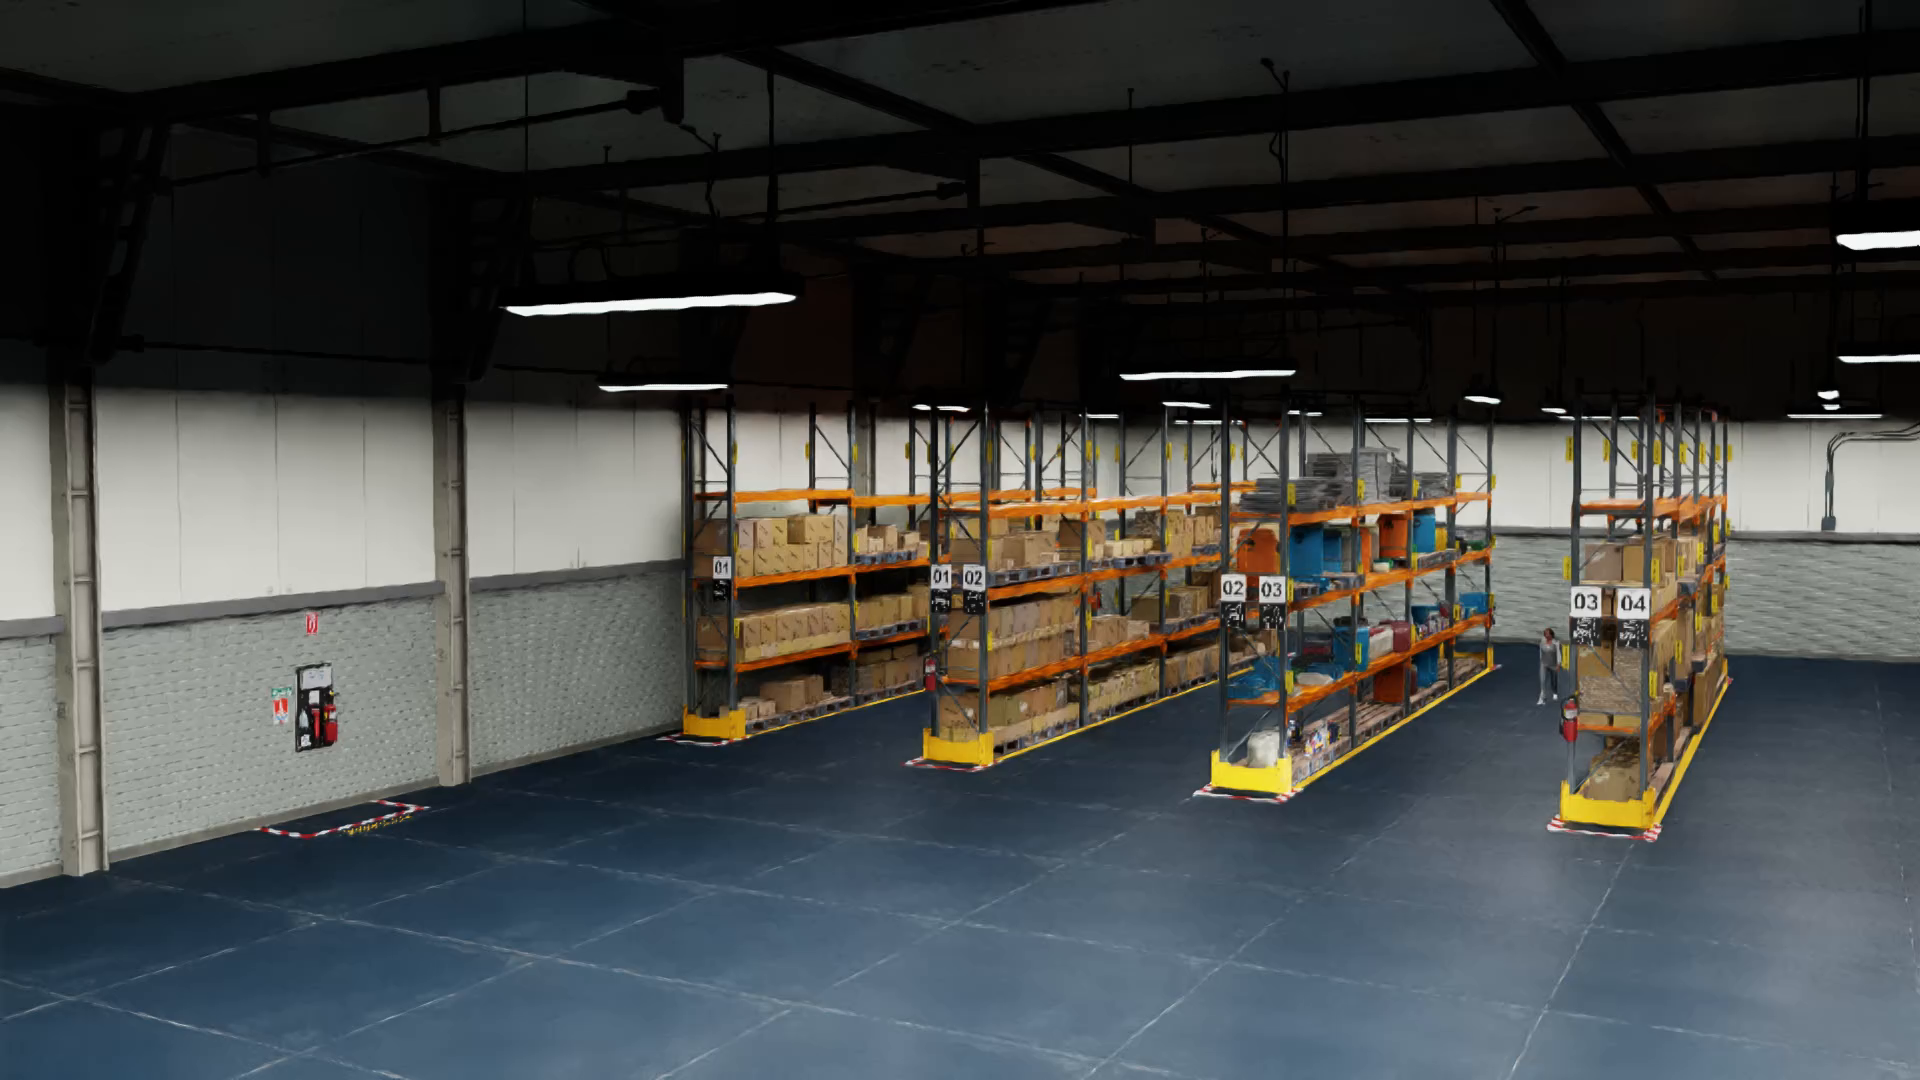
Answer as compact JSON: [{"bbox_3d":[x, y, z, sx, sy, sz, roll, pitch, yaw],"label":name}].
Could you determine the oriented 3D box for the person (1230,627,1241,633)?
[{"bbox_3d":[7.517,1.753,45.525,0.740,1.720,0.538,-1,3,-15],"label":"person"}]

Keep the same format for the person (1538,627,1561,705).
[{"bbox_3d":[11.750,2.490,33.102,0.417,1.525,1.034,2,3,27],"label":"person"}]
